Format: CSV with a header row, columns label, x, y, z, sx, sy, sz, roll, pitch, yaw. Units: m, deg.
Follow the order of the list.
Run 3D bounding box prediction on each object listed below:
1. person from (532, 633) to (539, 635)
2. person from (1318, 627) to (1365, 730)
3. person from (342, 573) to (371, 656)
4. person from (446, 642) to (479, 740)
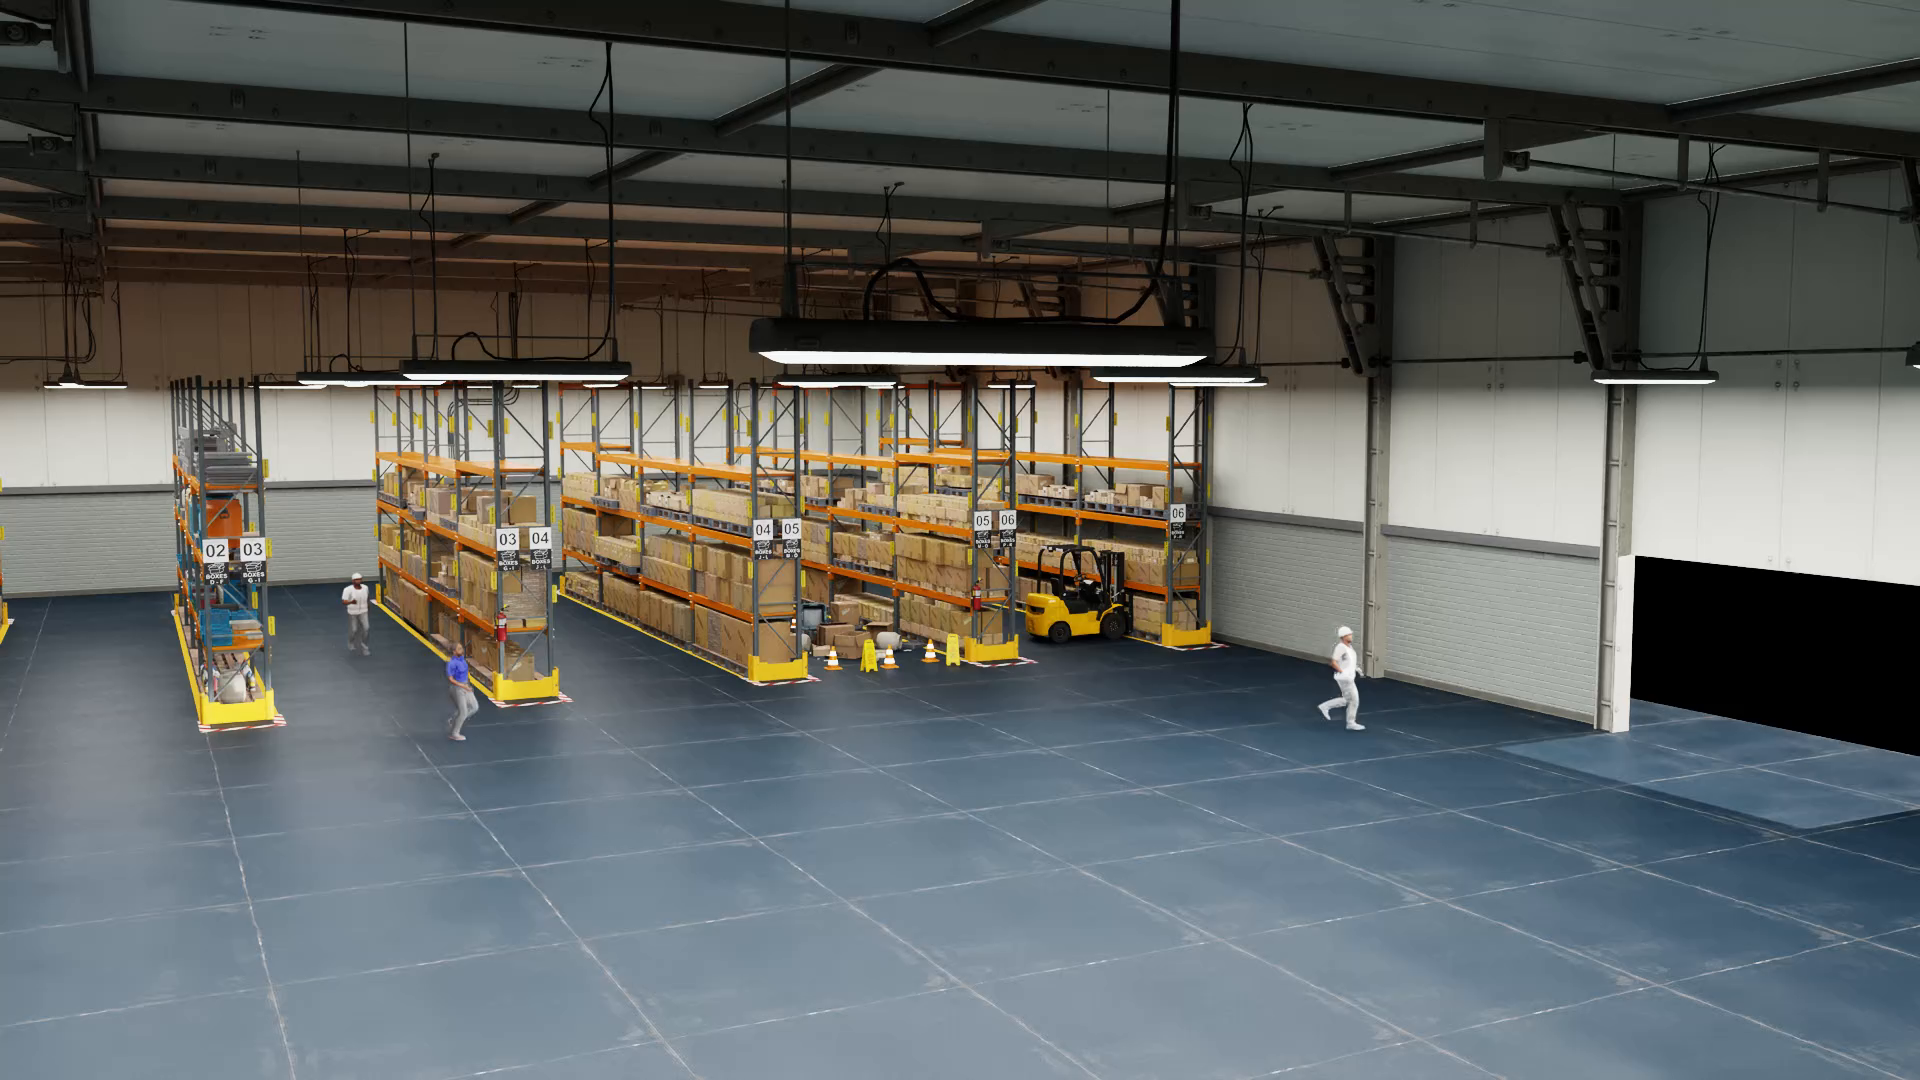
label,x,y,z,sx,sy,sz,roll,pitch,yaw
person,-10.134,1.338,39.360,0.669,1.766,0.928,-3,6,-32
person,6.484,2.339,28.226,0.812,1.750,0.720,2,5,22
person,-13.151,1.617,36.274,0.635,1.815,0.841,-4,6,-36
person,-8.229,2.486,27.435,0.495,1.618,0.586,1,5,7
